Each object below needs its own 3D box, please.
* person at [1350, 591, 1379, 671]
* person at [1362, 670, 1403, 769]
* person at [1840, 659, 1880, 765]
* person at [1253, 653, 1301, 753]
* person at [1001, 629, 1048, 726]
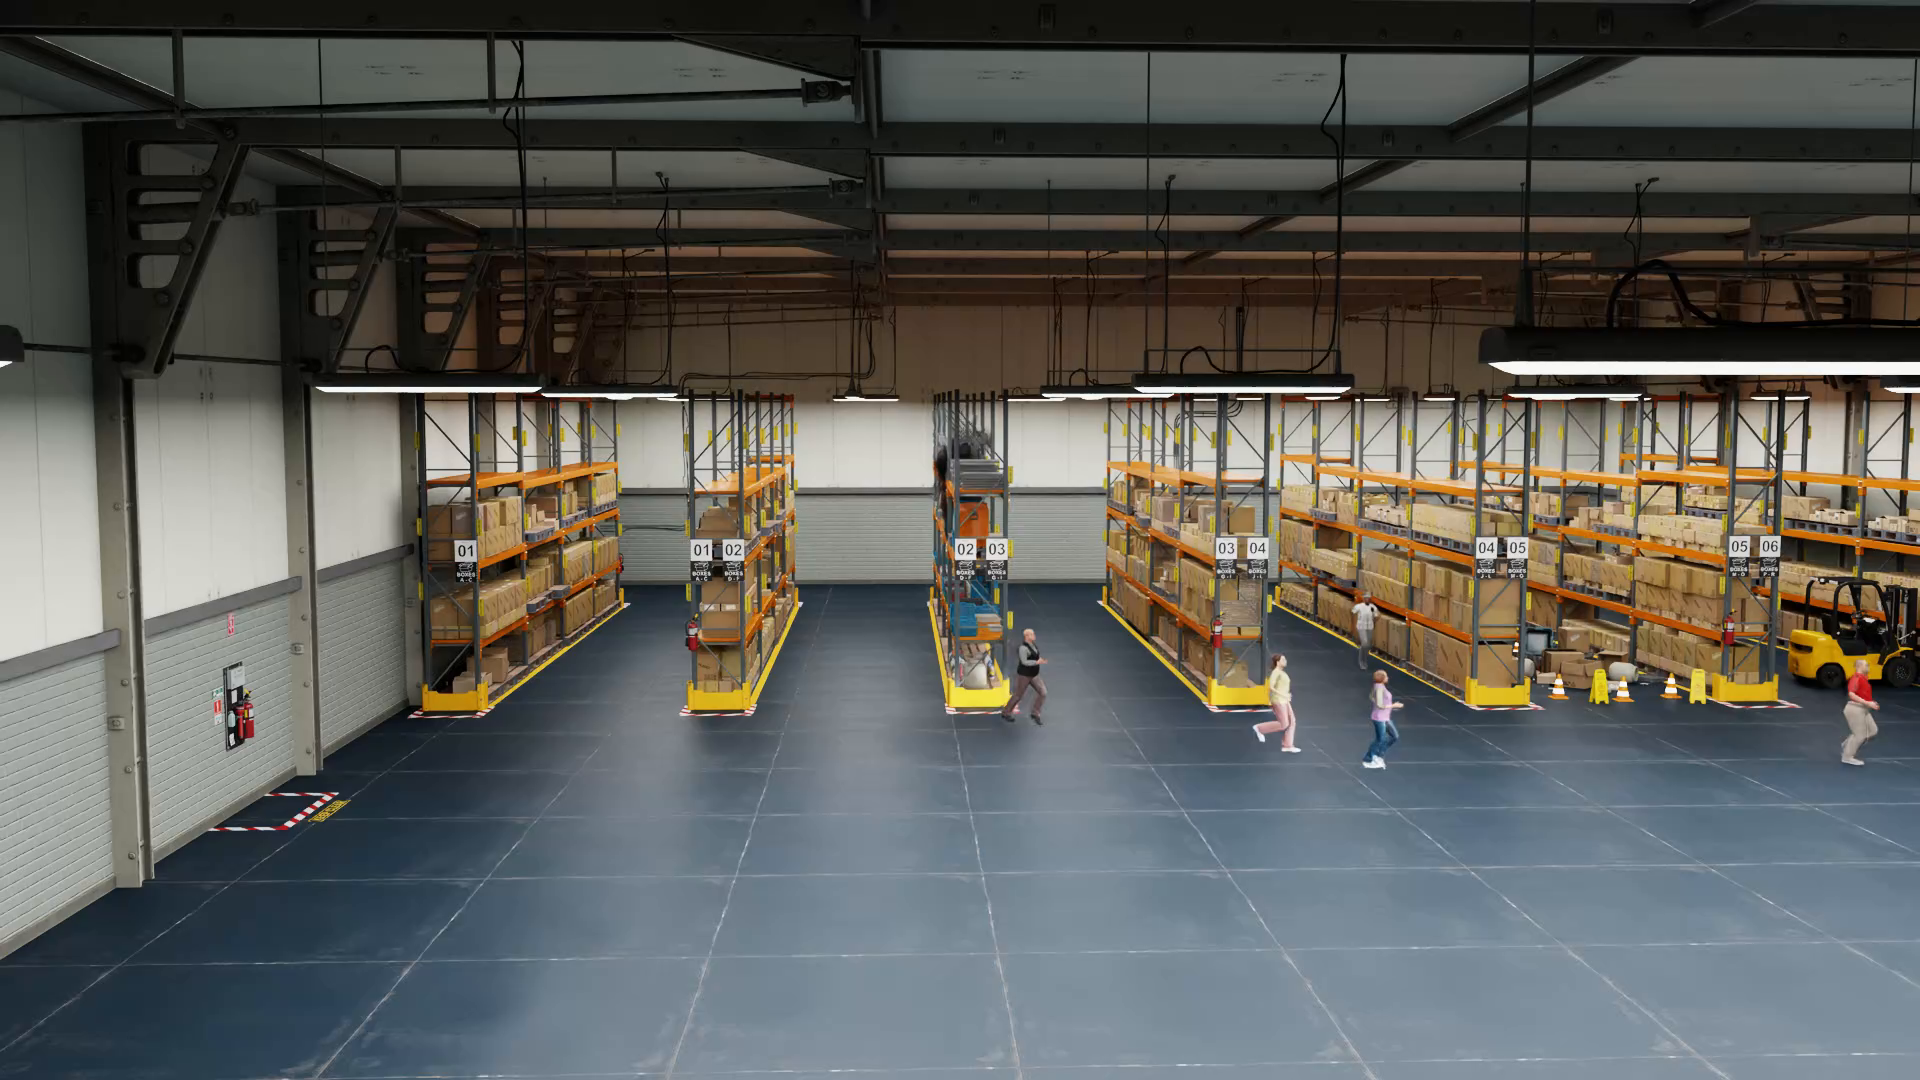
[{"bbox_3d":[8.760,1.960,35.920,0.536,1.726,0.789,-1,5,-10],"label":"person"},{"bbox_3d":[6.617,2.808,25.985,0.615,1.582,0.519,2,5,22],"label":"person"},{"bbox_3d":[14.286,2.727,26.374,0.592,1.681,0.675,4,6,40],"label":"person"},{"bbox_3d":[5.246,2.678,27.403,0.776,1.630,0.579,2,5,24],"label":"person"},{"bbox_3d":[1.194,2.451,29.666,0.886,1.760,0.664,3,5,31],"label":"person"}]
